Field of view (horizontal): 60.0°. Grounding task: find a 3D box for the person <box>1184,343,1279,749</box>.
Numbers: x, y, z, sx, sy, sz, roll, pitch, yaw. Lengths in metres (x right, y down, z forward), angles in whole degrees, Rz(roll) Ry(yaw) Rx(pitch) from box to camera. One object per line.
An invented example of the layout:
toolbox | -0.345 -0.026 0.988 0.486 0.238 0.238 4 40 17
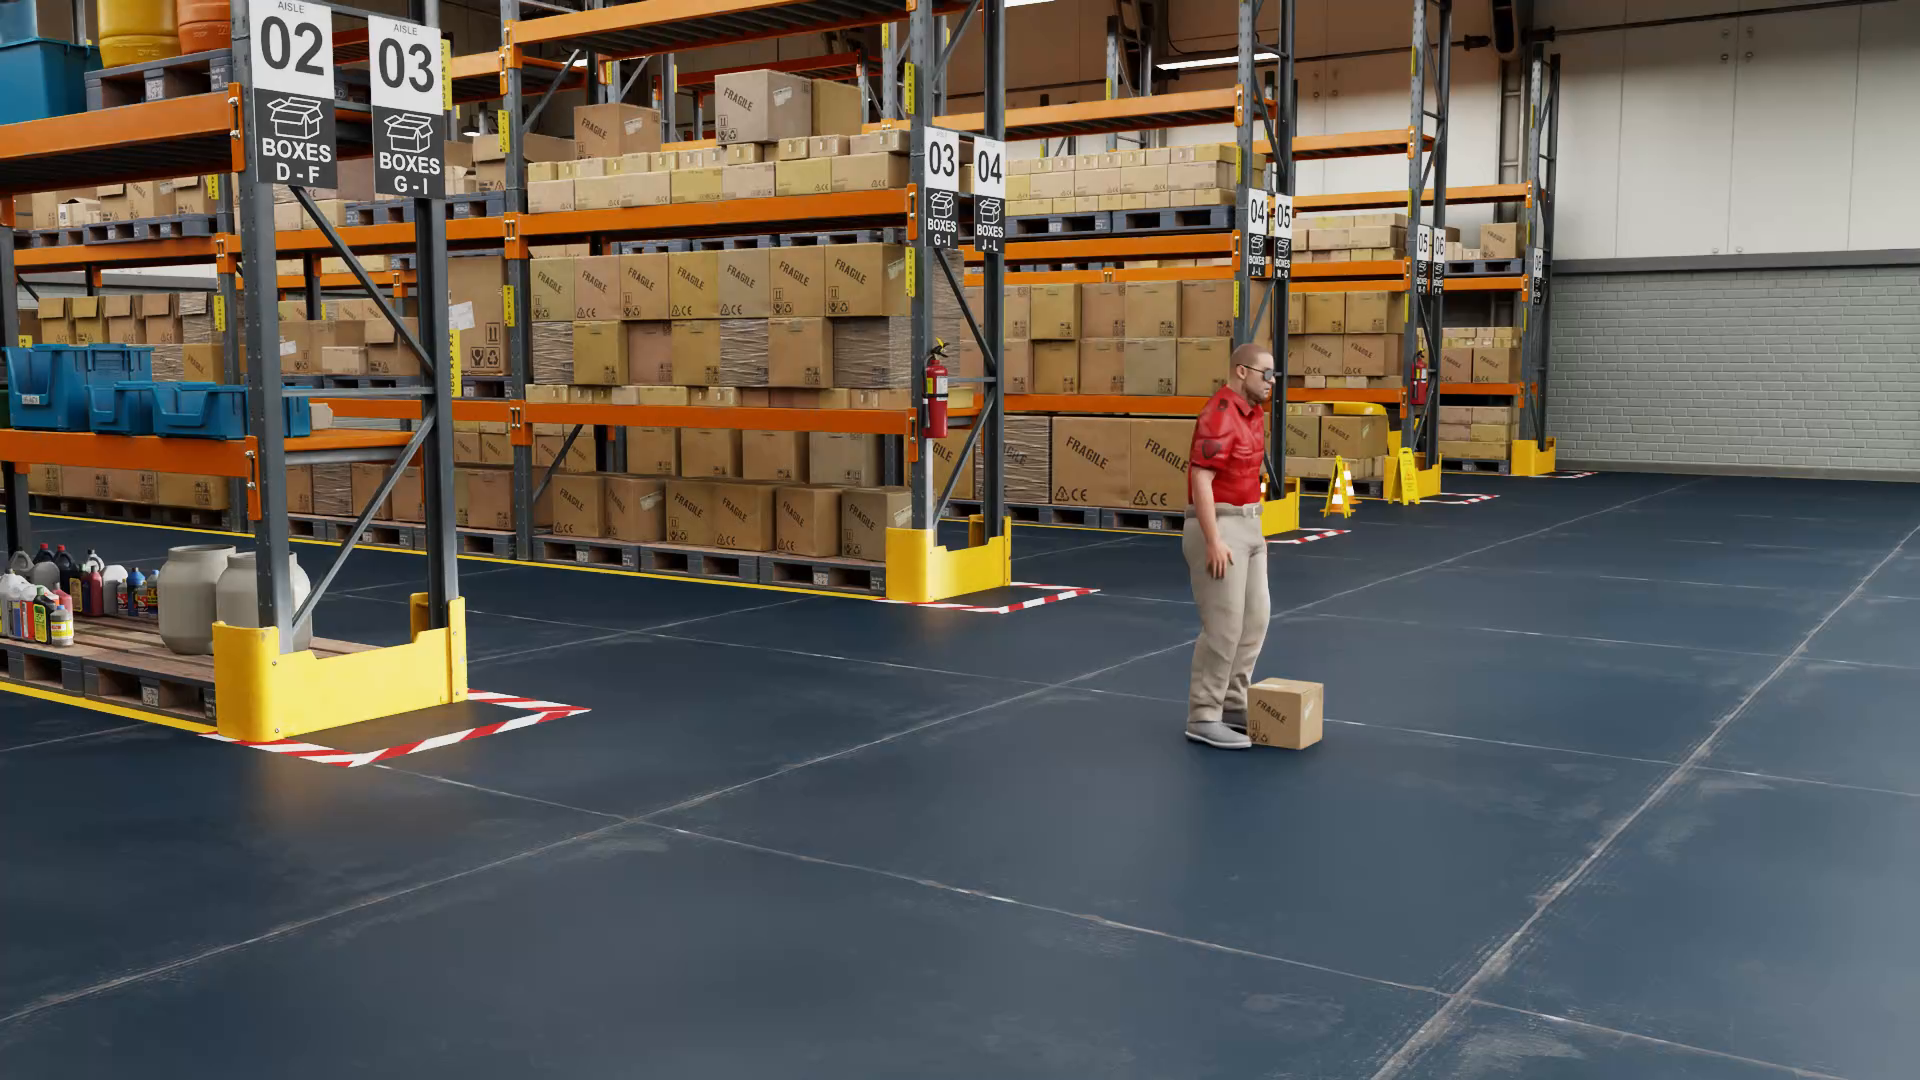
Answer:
person | 1.202 0.004 7.297 0.385 1.727 0.595 4 7 32
